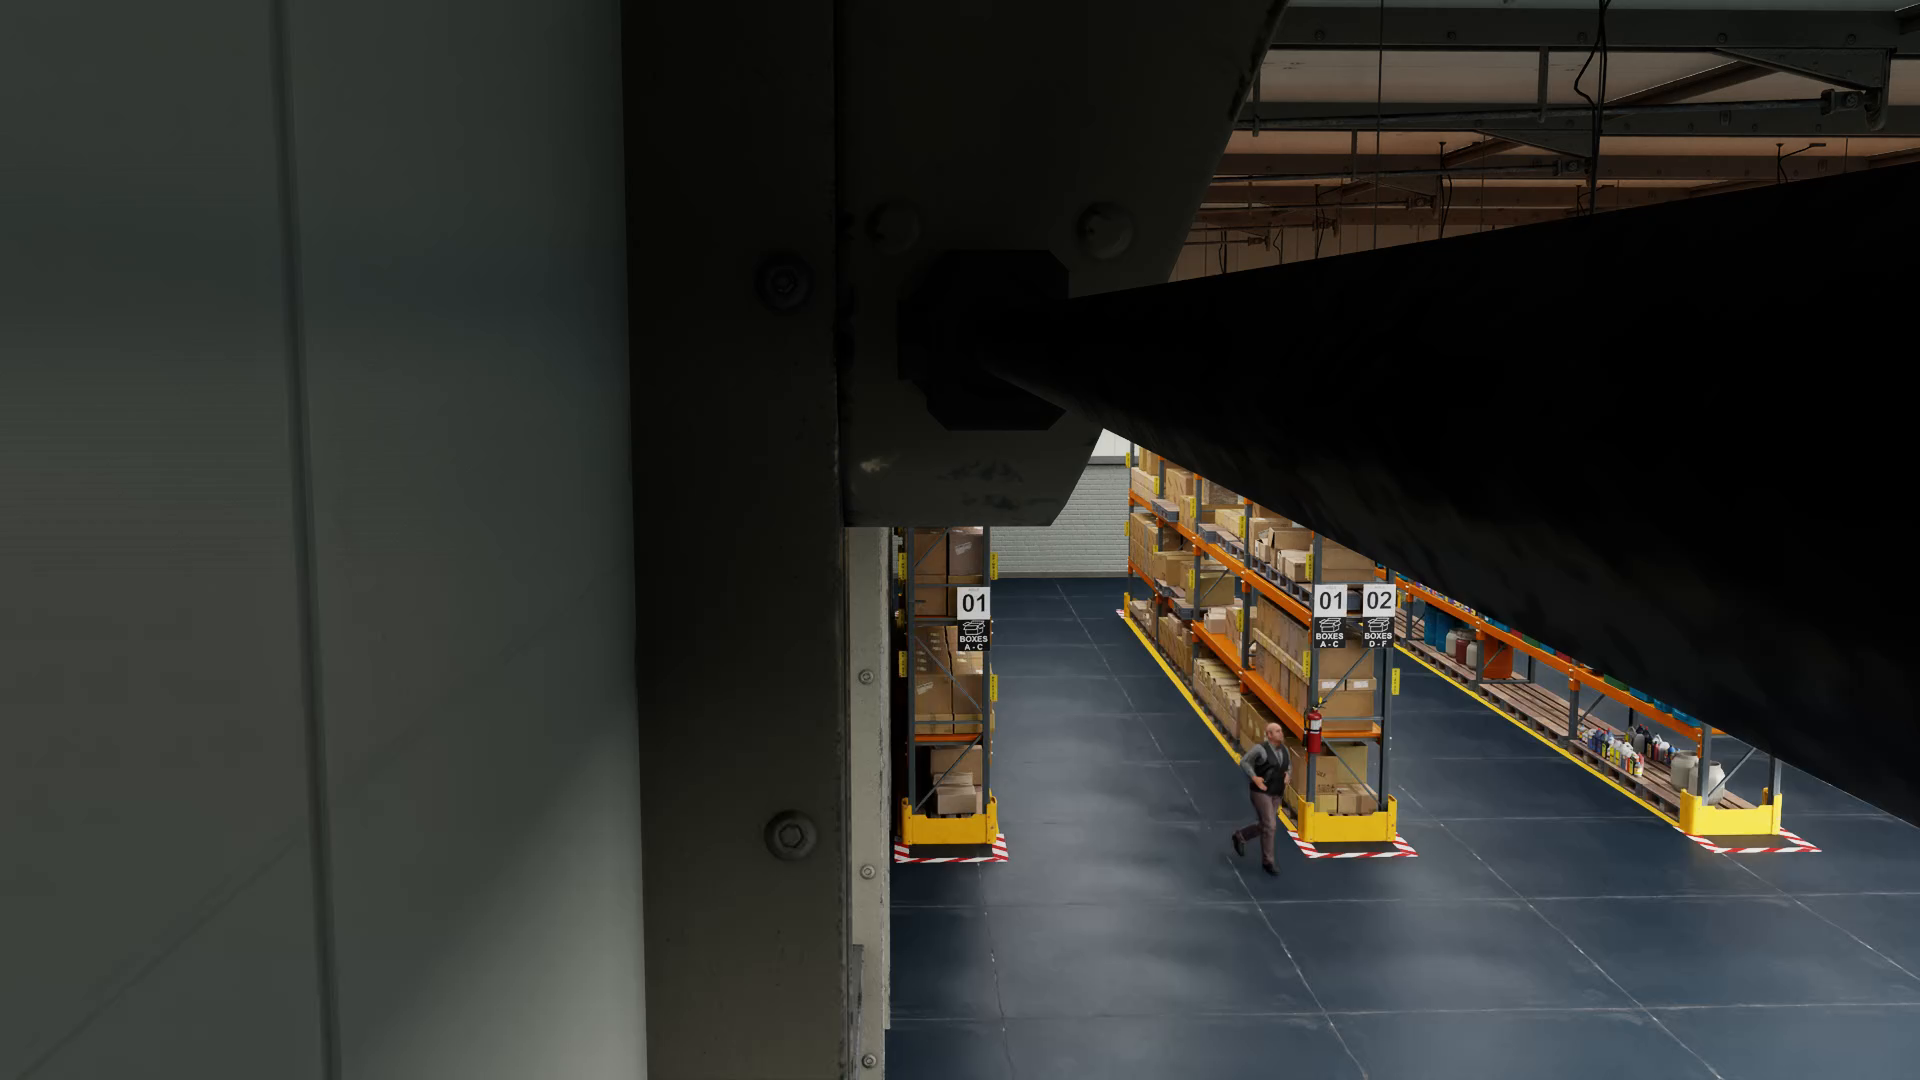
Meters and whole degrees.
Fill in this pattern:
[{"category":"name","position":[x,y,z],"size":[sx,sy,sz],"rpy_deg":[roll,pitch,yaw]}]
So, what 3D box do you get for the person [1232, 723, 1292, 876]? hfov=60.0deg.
[{"category":"person","position":[3.626,3.000,19.625],"size":[0.690,1.716,0.866],"rpy_deg":[-5,9,-34]}]
